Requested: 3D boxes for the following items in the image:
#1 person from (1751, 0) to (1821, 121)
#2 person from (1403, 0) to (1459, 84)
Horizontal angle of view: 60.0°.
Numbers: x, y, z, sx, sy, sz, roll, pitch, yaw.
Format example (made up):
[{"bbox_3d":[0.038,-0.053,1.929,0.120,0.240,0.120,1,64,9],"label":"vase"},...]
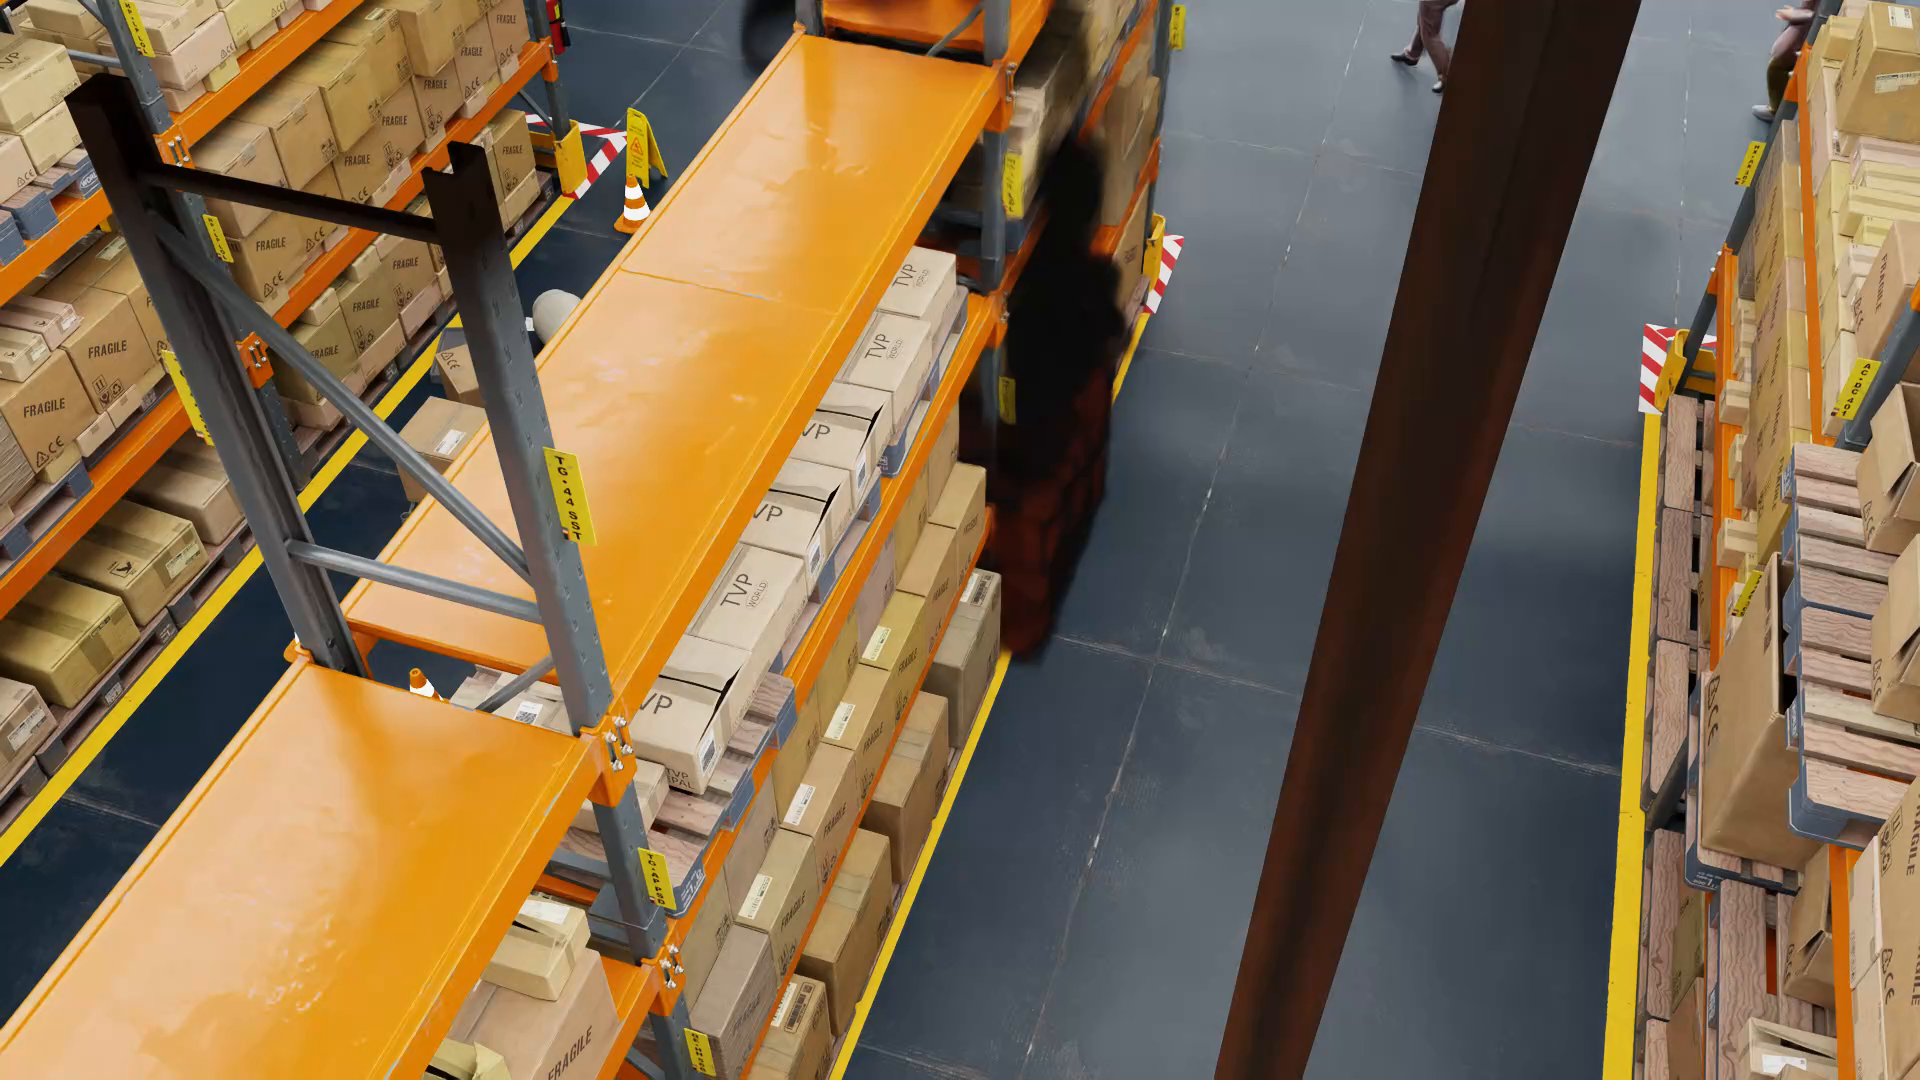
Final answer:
[{"bbox_3d":[7.222,-4.360,14.193,0.504,1.733,0.710,34,55,29],"label":"person"},{"bbox_3d":[4.244,-4.809,14.535,0.658,1.637,0.821,-24,50,-22],"label":"person"}]
